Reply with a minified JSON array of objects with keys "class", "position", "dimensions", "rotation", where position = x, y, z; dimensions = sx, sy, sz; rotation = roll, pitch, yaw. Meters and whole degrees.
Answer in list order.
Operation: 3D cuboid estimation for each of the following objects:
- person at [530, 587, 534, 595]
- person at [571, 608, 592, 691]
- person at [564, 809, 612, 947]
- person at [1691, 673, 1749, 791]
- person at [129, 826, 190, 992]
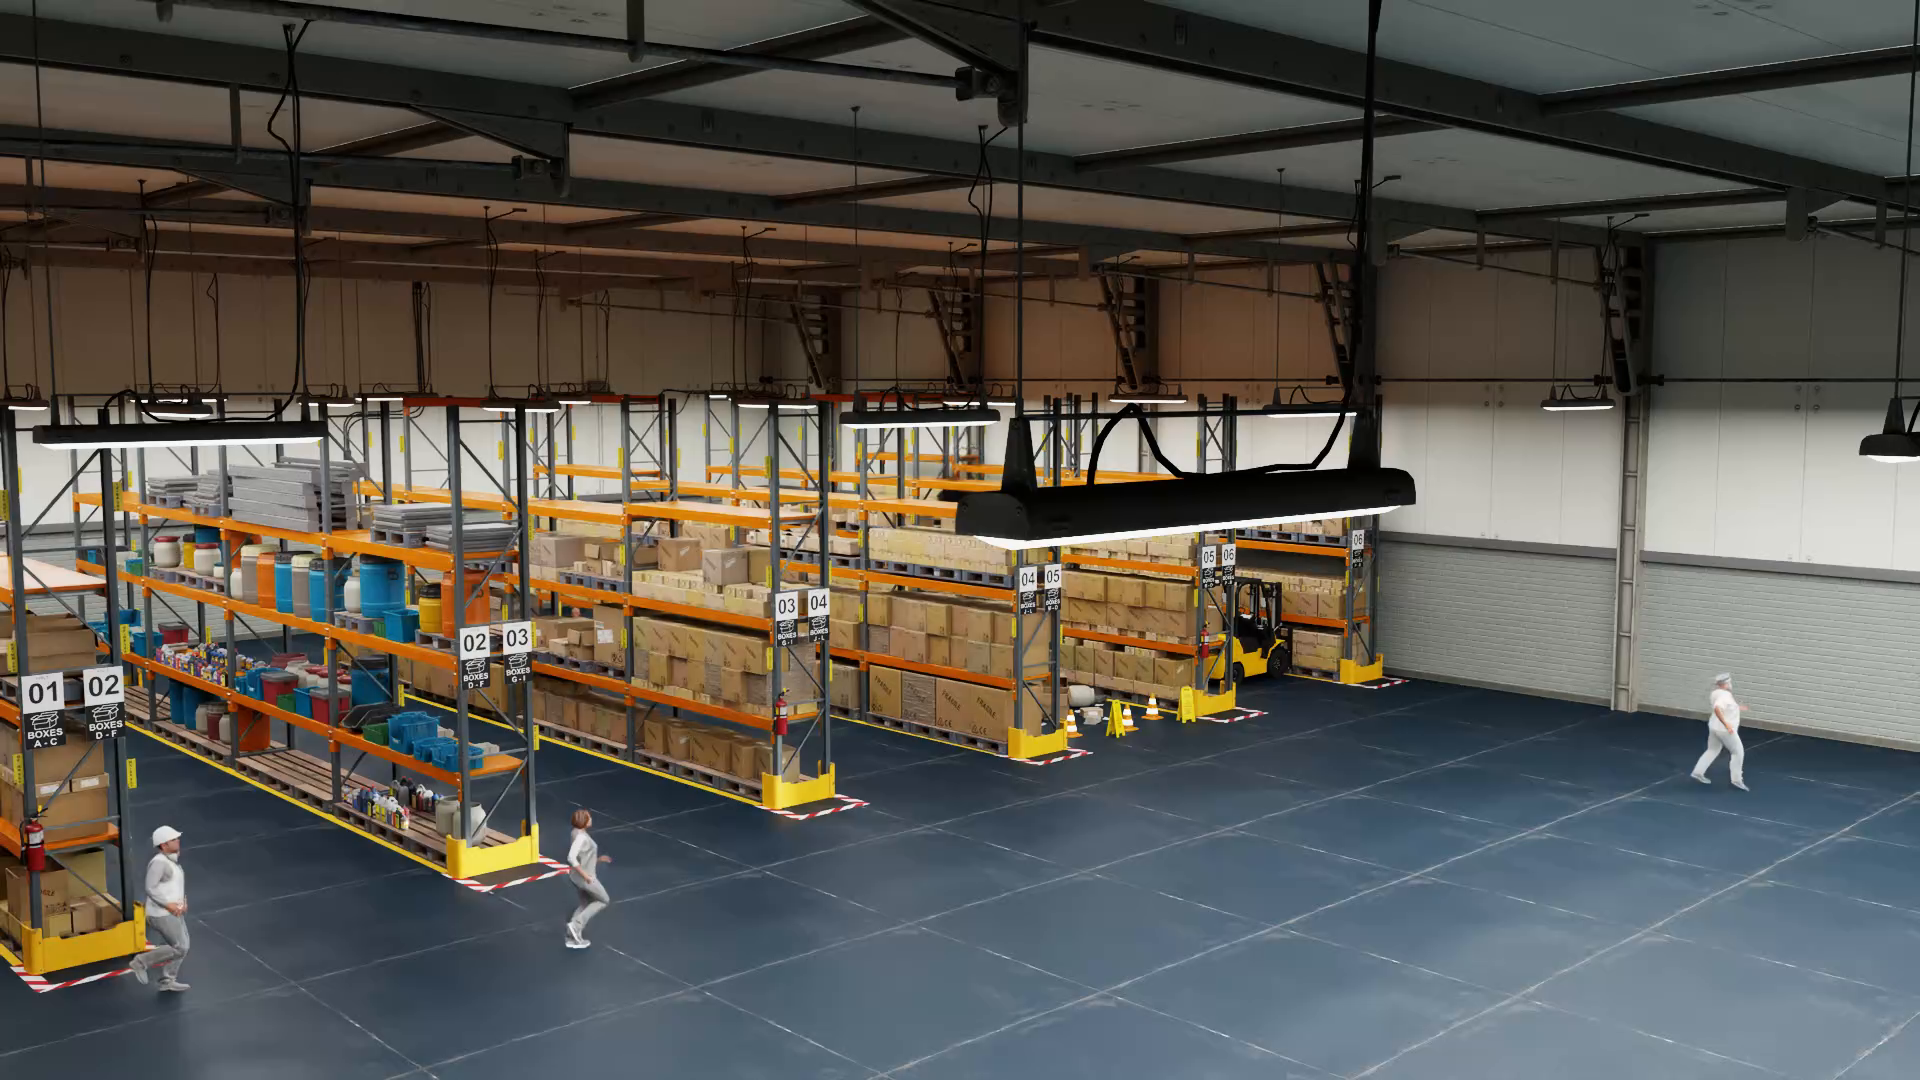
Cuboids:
[{"class":"person","position":[-10.652,1.626,40.749],"dimensions":[0.474,1.574,0.831],"rotation":[-2,6,-24]},{"class":"person","position":[-7.648,2.234,33.238],"dimensions":[0.998,1.770,0.710],"rotation":[4,7,37]},{"class":"person","position":[-4.141,3.762,18.518],"dimensions":[0.552,1.561,0.528],"rotation":[-2,6,-24]},{"class":"person","position":[11.770,2.965,25.690],"dimensions":[0.837,1.834,0.640],"rotation":[0,6,-5]},{"class":"person","position":[-8.284,3.824,17.173],"dimensions":[0.568,1.742,0.651],"rotation":[-2,6,-21]}]
